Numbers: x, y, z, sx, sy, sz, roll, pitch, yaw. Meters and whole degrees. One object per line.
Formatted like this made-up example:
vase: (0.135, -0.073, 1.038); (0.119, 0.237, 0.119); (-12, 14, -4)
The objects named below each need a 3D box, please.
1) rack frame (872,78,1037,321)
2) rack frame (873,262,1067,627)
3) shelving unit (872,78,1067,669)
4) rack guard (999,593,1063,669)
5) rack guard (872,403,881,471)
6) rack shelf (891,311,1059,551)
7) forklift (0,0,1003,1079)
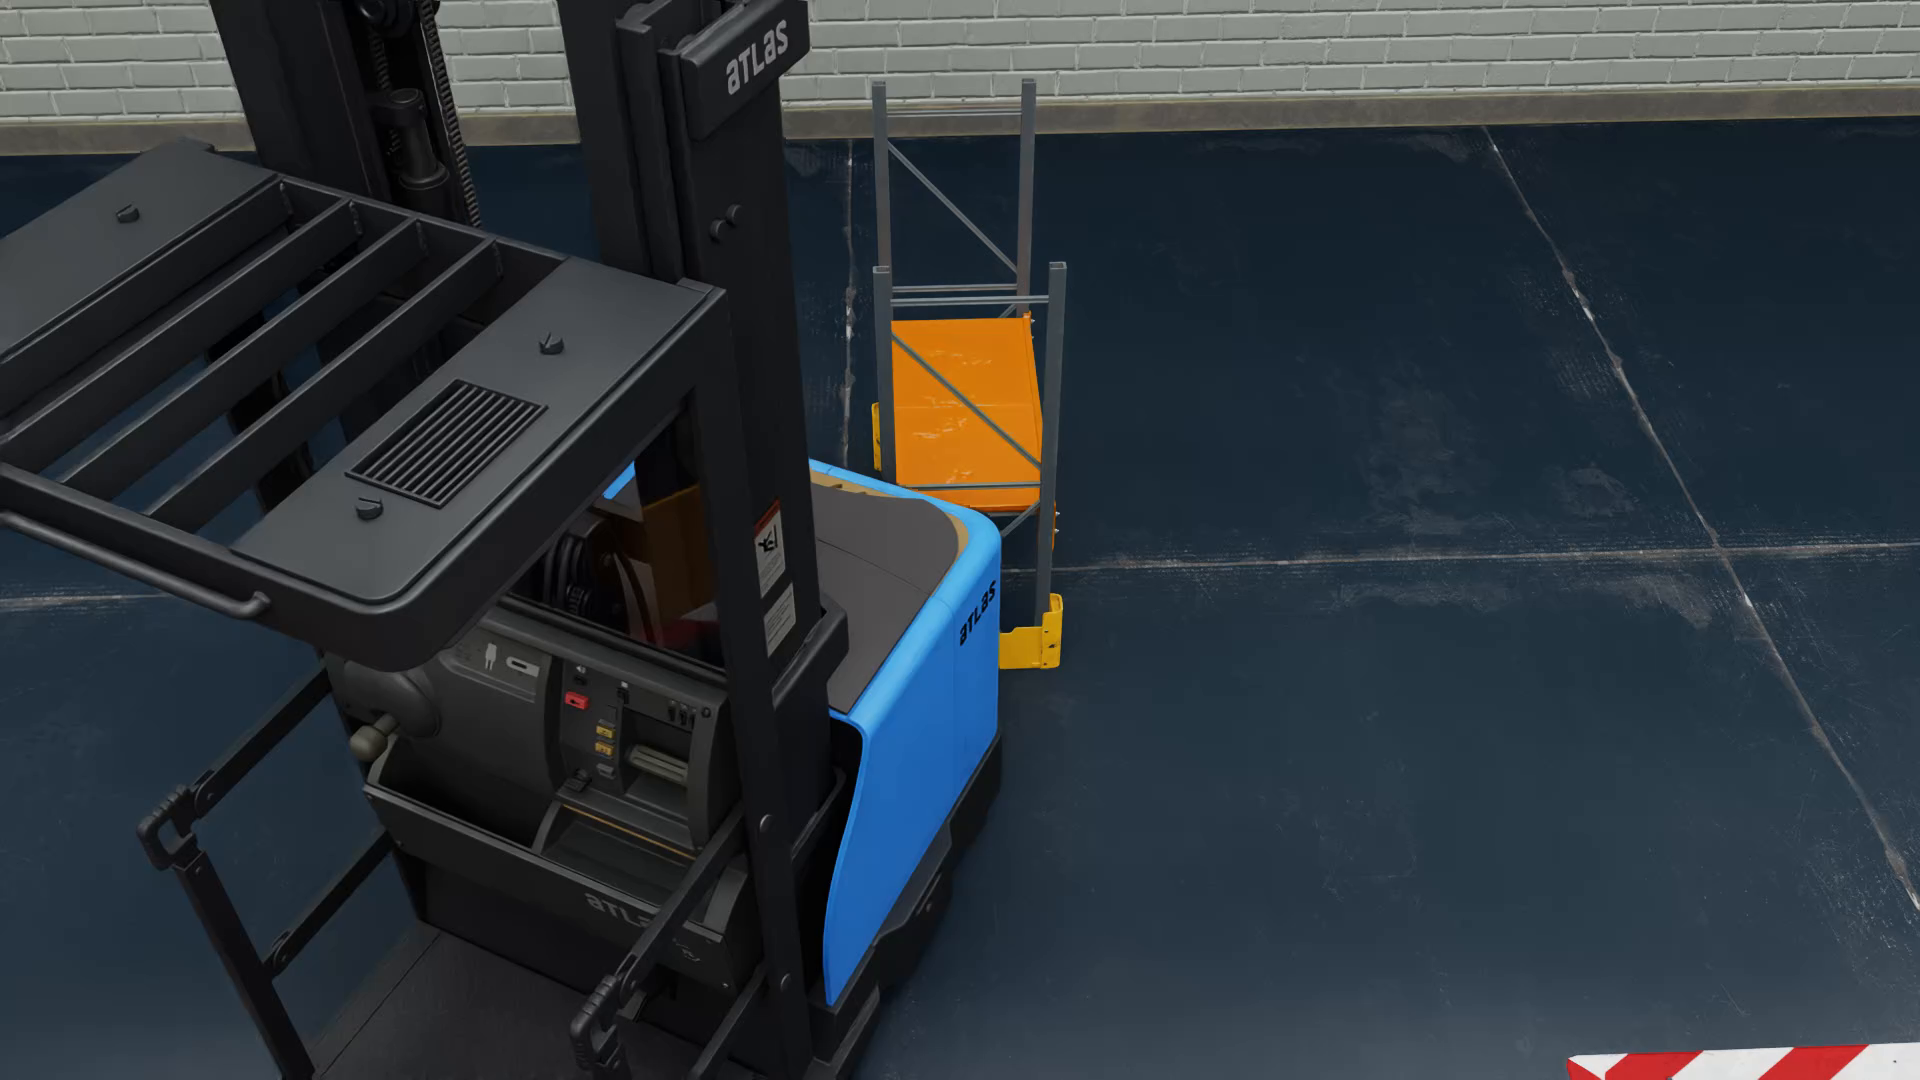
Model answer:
rack frame: (-0.018, -0.838, 5.555); (0.500, 1.500, 0.032); (-2, 43, -2)
rack frame: (0.025, -0.152, 4.806); (0.500, 1.500, 0.032); (-2, 43, -2)
shelving unit: (0.003, -0.501, 5.187); (0.587, 1.500, 1.083); (-2, 43, -2)
rack guard: (0.024, 0.296, 5.243); (0.587, 0.250, 0.087); (-2, 43, -2)
rack guard: (-0.018, -0.377, 5.976); (0.587, 0.250, 0.087); (-2, 43, -2)
rack shelf: (0.004, -0.363, 5.302); (0.538, 0.185, 1.000); (-2, 43, -2)
forklift: (-0.967, 0.414, 3.129); (1.130, 2.935, 3.031); (18, 45, 18)
